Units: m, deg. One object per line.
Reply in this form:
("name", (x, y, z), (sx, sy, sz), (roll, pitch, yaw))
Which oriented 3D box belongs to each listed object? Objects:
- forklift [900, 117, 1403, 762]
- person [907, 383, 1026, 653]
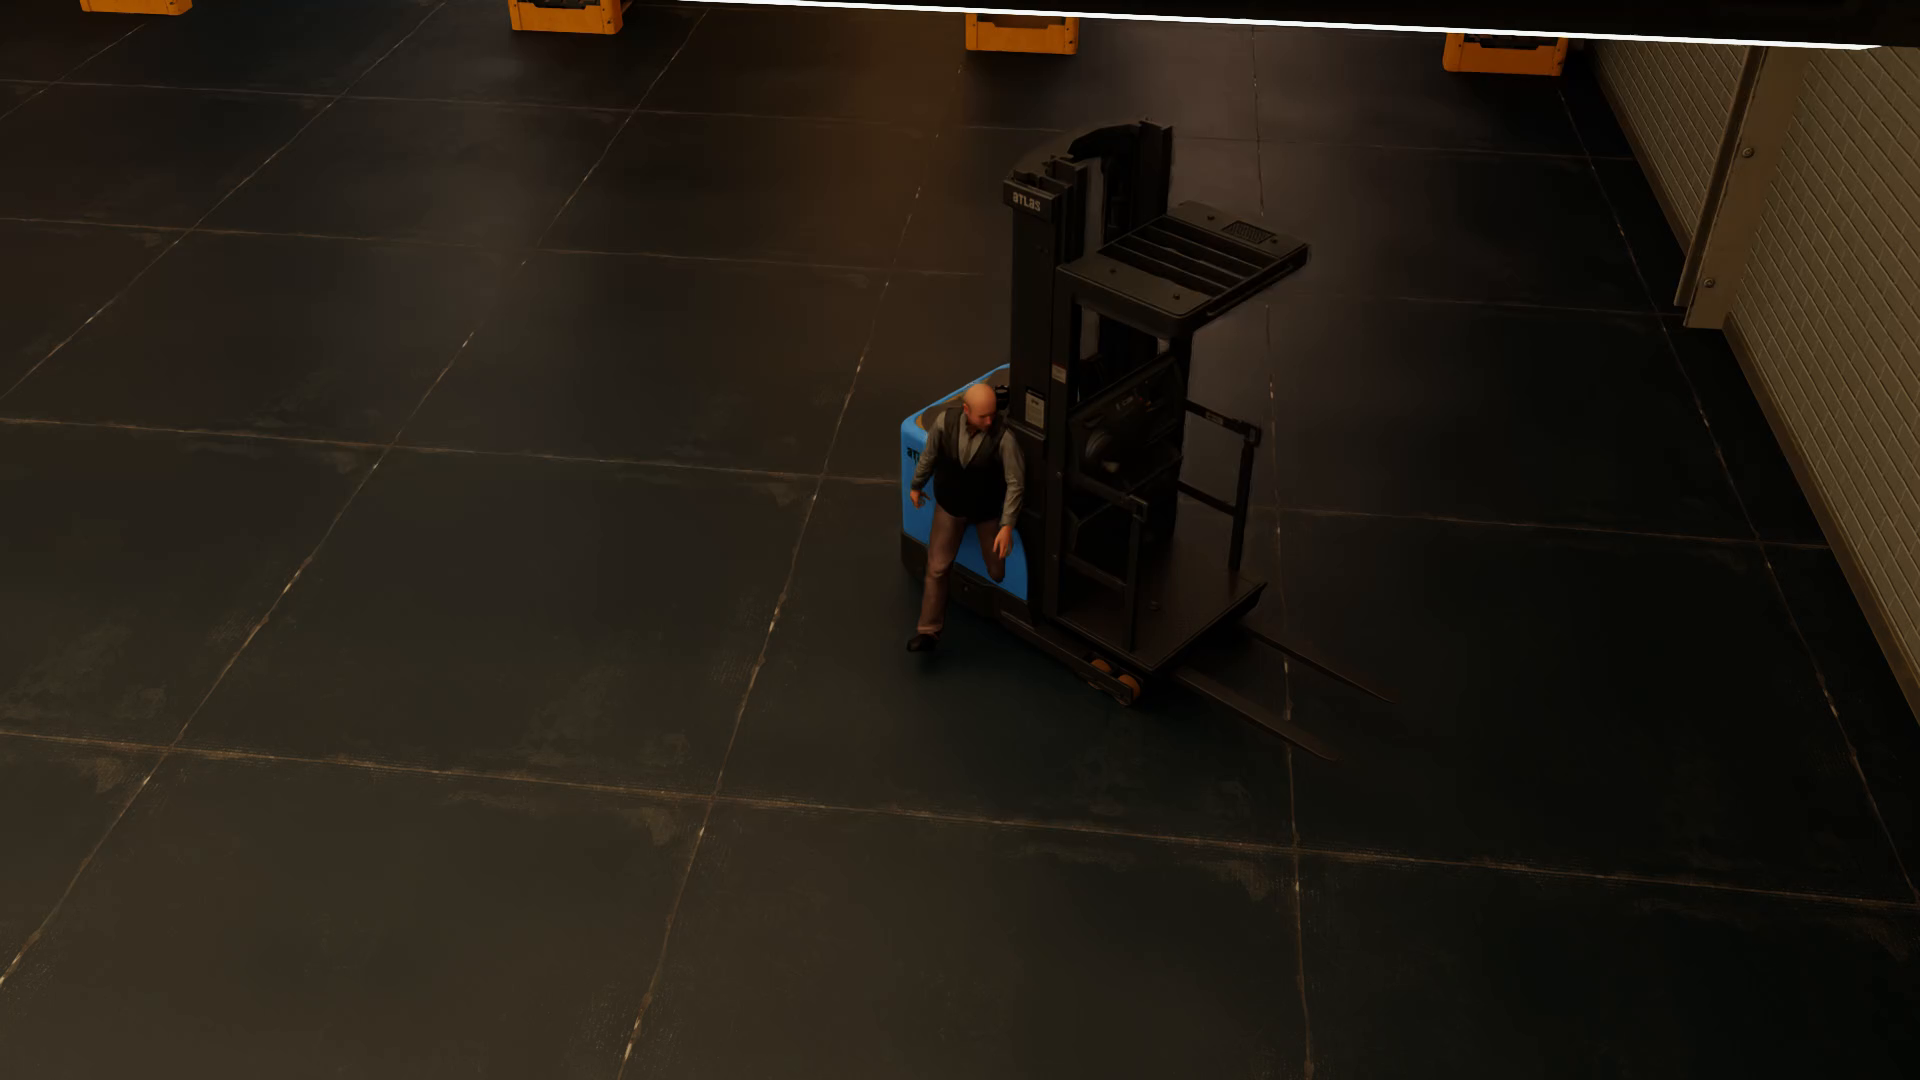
("forklift", (1.059, -0.615, 8.864), (3.031, 2.935, 1.130), (29, 45, 33))
("person", (0.008, -0.109, 9.283), (0.718, 1.687, 0.915), (10, 38, 13))
